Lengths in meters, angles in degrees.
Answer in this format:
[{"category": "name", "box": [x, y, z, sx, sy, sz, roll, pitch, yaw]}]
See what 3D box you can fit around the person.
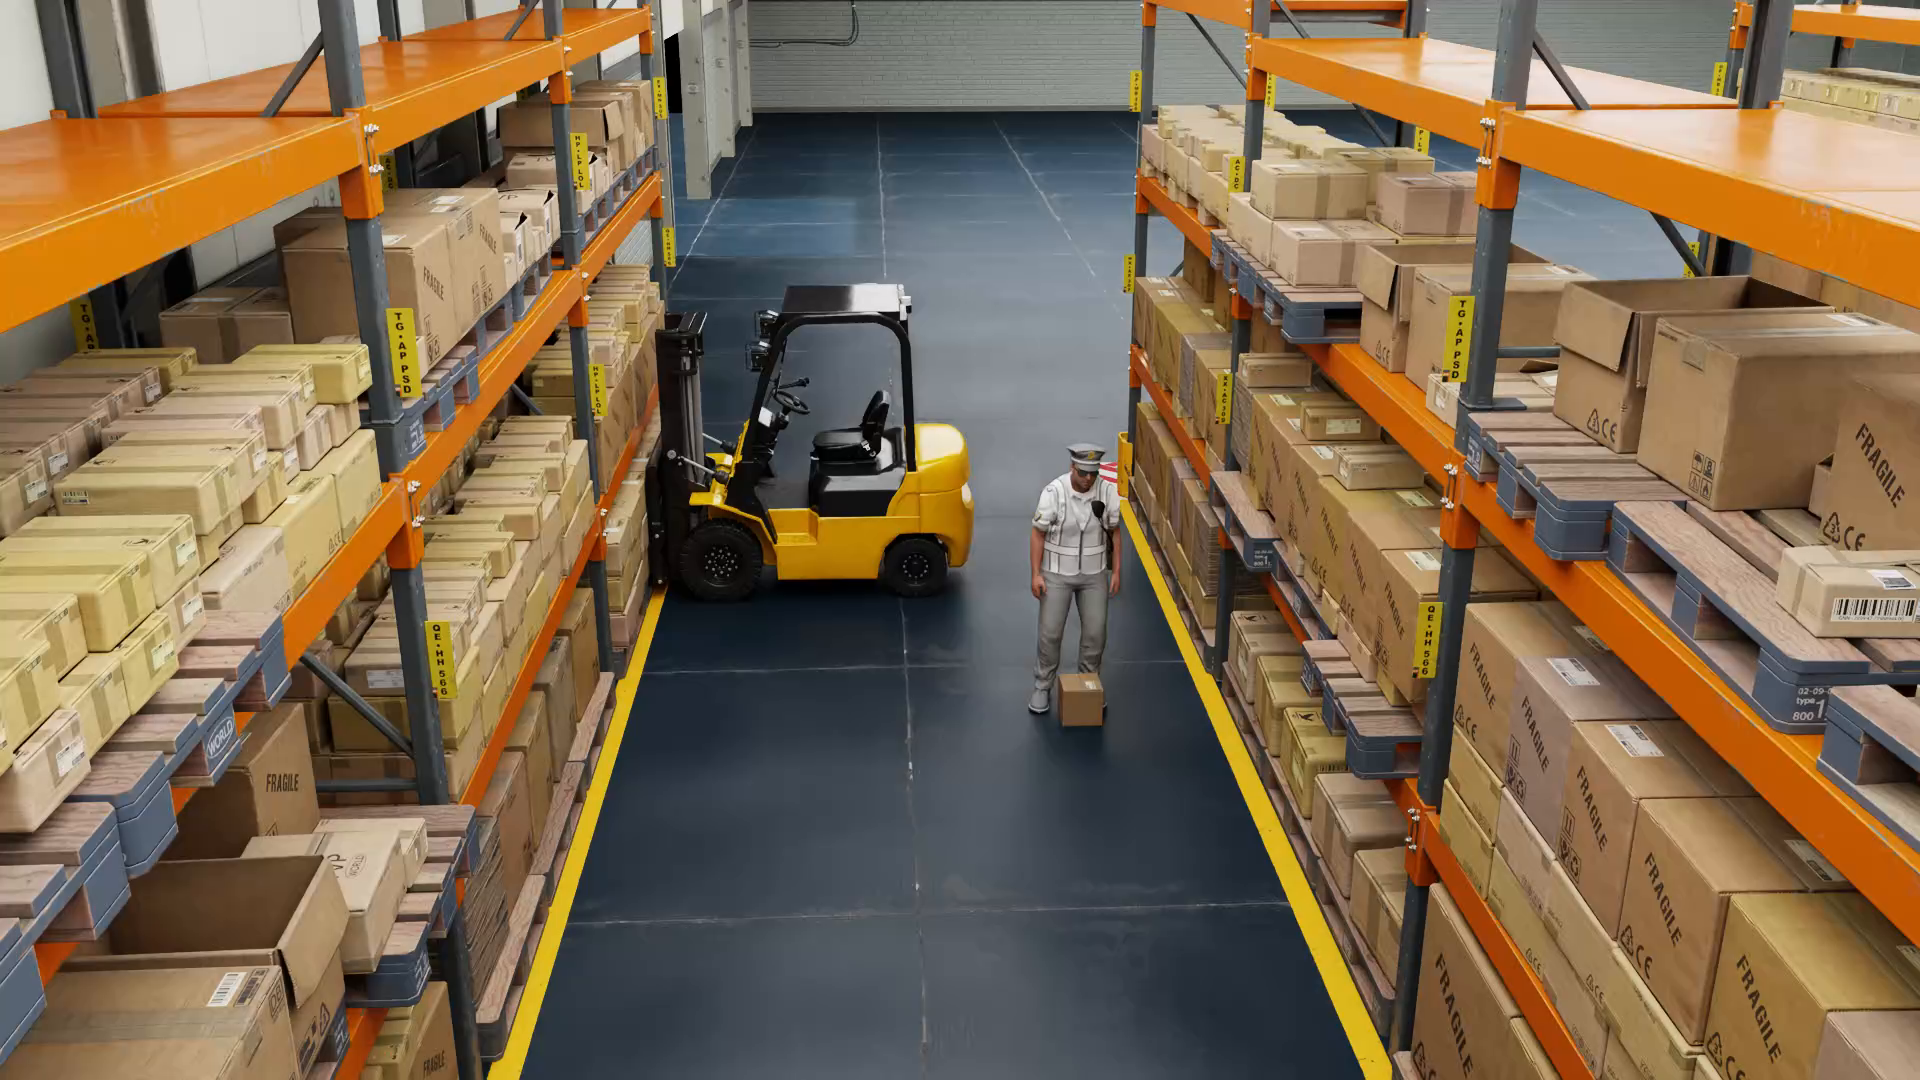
[{"category": "person", "box": [0.724, 0.210, 10.497, 0.602, 1.747, 0.439, -3, 20, -7]}]
